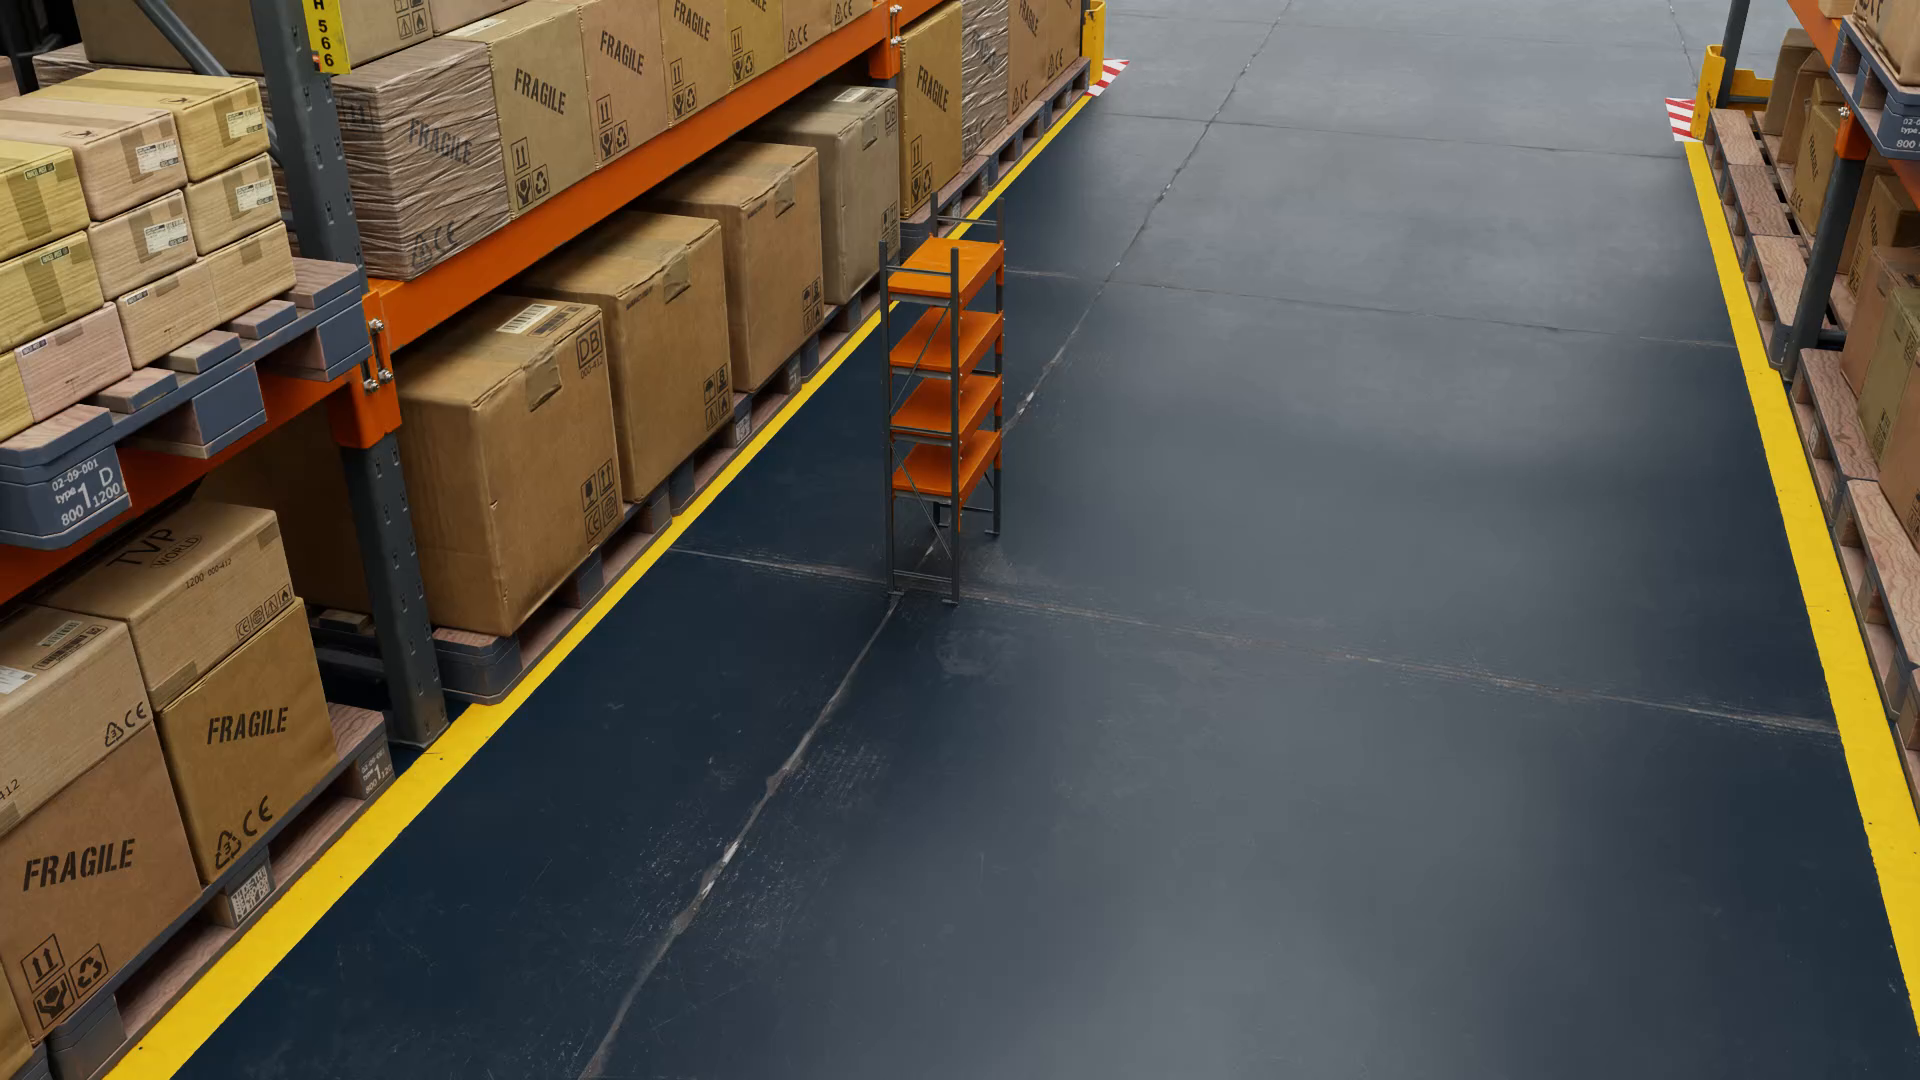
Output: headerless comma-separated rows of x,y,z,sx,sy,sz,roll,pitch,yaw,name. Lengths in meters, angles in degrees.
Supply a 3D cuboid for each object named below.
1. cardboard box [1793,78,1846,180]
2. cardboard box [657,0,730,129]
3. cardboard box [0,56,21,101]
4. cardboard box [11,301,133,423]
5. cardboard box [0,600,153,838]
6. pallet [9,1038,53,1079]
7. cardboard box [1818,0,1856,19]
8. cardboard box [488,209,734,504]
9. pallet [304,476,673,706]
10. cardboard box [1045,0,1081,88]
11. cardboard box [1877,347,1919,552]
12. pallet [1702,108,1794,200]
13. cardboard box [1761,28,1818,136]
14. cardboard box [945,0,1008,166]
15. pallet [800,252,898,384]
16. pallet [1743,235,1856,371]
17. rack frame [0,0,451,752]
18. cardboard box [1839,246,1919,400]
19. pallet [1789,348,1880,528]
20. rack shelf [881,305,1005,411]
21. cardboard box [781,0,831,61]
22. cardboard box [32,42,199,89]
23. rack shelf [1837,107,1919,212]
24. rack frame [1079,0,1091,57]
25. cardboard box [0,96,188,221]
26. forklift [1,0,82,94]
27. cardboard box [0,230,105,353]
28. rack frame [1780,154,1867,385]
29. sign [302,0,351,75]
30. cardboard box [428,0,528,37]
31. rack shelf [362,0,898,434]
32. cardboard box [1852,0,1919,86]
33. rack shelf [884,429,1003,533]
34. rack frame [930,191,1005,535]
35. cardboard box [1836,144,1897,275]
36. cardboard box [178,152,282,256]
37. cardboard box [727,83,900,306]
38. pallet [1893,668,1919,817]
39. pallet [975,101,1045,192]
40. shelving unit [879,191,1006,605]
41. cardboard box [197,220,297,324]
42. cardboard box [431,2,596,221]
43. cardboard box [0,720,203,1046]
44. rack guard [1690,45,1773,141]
4.554,-2.011,8.419,0.500,0.500,0.500,11,31,20,cardboard box
-1.129,-1.731,5.674,0.500,0.500,0.500,8,30,14,cardboard box
-2.285,-0.960,3.605,0.380,0.149,0.250,9,30,15,cardboard box
-1.817,-0.360,3.137,0.380,0.149,0.250,9,30,16,cardboard box
-2.050,0.357,3.390,0.500,0.250,0.500,9,30,16,cardboard box
-2.553,1.331,3.140,1.003,0.211,1.213,8,30,15,pallet
3.886,-2.306,7.068,0.380,0.149,0.250,8,30,15,cardboard box
-1.444,-0.693,5.792,1.050,0.750,0.750,9,30,16,cardboard box
-1.659,0.048,5.447,1.003,0.211,1.213,8,30,15,pallet
0.250,-3.464,10.644,0.875,0.875,0.875,9,30,15,cardboard box
3.401,-0.258,5.247,0.700,0.500,0.500,6,30,11,cardboard box
4.803,-2.152,9.401,1.003,0.211,1.213,8,30,15,pallet
4.898,-2.582,9.445,0.500,0.500,0.500,14,32,24,cardboard box
-0.276,-2.631,9.148,0.875,0.875,0.875,9,30,15,cardboard box
-0.943,-1.086,7.486,1.003,0.211,1.213,8,30,15,pallet
4.087,-1.018,7.363,1.003,0.211,1.213,8,30,15,pallet
-1.962,-0.815,4.130,1.000,3.000,0.127,8,30,15,rack frame
3.723,-0.737,6.108,0.700,0.500,0.500,6,30,11,cardboard box
3.696,-0.339,6.142,1.003,0.211,1.213,8,30,15,pallet
-0.049,-0.584,5.244,0.258,0.148,0.480,8,30,15,rack shelf
-0.834,-2.203,6.521,0.500,0.500,0.500,8,30,14,cardboard box
-2.087,-1.107,4.551,0.500,0.500,0.500,8,30,15,cardboard box
3.337,-0.676,4.619,1.077,0.370,4.000,8,30,15,rack shelf
0.386,-4.533,10.813,1.000,3.000,0.127,8,30,15,rack frame
-1.744,-0.740,3.208,0.380,0.149,0.250,8,30,14,cardboard box
-3.969,-2.123,6.551,1.130,2.935,3.031,-7,30,-12,forklift
-1.824,-0.478,3.043,0.380,0.149,0.250,9,30,16,cardboard box
3.924,-1.920,6.115,1.000,3.000,0.127,8,30,15,rack frame
-1.441,-1.214,3.737,0.100,0.325,0.005,8,30,15,sign
-1.674,-1.738,4.658,0.700,0.500,0.500,8,30,14,cardboard box
-1.375,-1.430,5.976,1.077,0.370,4.000,8,30,15,rack shelf
3.557,-2.016,5.239,1.000,1.000,1.000,9,30,15,cardboard box
-0.049,-0.215,5.449,0.258,0.148,0.480,8,30,15,rack shelf
0.023,-0.561,5.524,0.240,1.200,0.015,8,30,15,rack frame
4.240,-1.458,7.425,0.500,0.500,0.500,19,34,30,cardboard box
-1.672,-0.725,3.487,0.380,0.149,0.250,9,30,16,cardboard box
-0.884,-1.573,7.375,1.050,0.750,0.750,8,30,15,cardboard box
2.980,0.795,4.104,1.003,0.211,1.213,8,30,15,pallet
-0.134,-2.367,9.787,1.003,0.211,1.213,8,30,15,pallet
-0.049,-0.447,5.320,0.258,1.200,0.503,8,30,15,shelving unit
-1.668,-0.594,3.559,0.380,0.149,0.250,9,30,16,cardboard box
-1.426,-1.266,4.837,0.500,0.500,0.500,8,30,14,cardboard box
-2.062,0.677,3.586,0.500,0.500,0.500,10,31,17,cardboard box
5.075,-2.651,10.001,1.175,0.500,0.348,8,30,15,rack guard
